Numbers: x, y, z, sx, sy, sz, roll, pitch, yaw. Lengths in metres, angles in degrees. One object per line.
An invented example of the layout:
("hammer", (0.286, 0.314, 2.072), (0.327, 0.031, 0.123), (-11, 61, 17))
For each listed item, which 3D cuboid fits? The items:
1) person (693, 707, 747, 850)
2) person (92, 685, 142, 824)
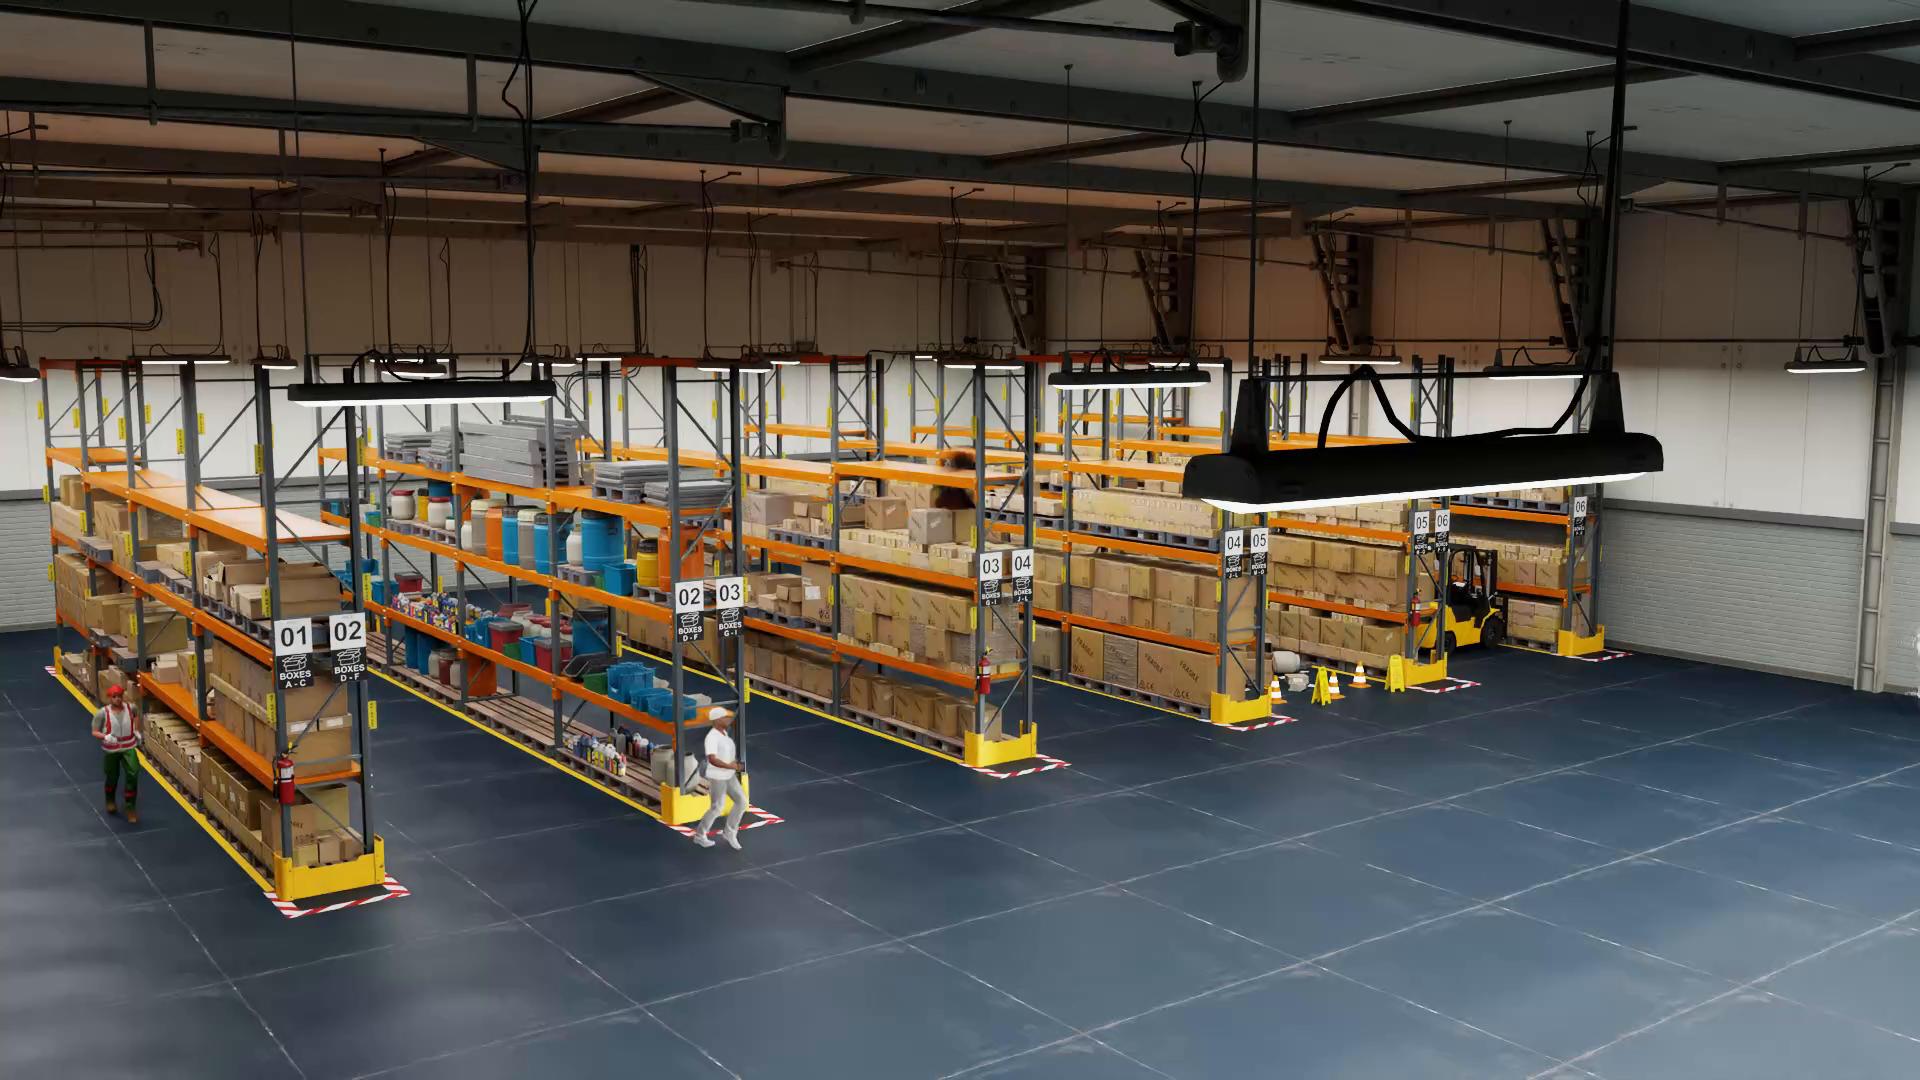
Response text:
("person", (-2.975, 2.984, 20.821), (0.671, 1.789, 0.769), (1, 7, 12))
("person", (-11.162, 2.807, 22.049), (0.608, 1.833, 0.855), (-5, 8, -35))
